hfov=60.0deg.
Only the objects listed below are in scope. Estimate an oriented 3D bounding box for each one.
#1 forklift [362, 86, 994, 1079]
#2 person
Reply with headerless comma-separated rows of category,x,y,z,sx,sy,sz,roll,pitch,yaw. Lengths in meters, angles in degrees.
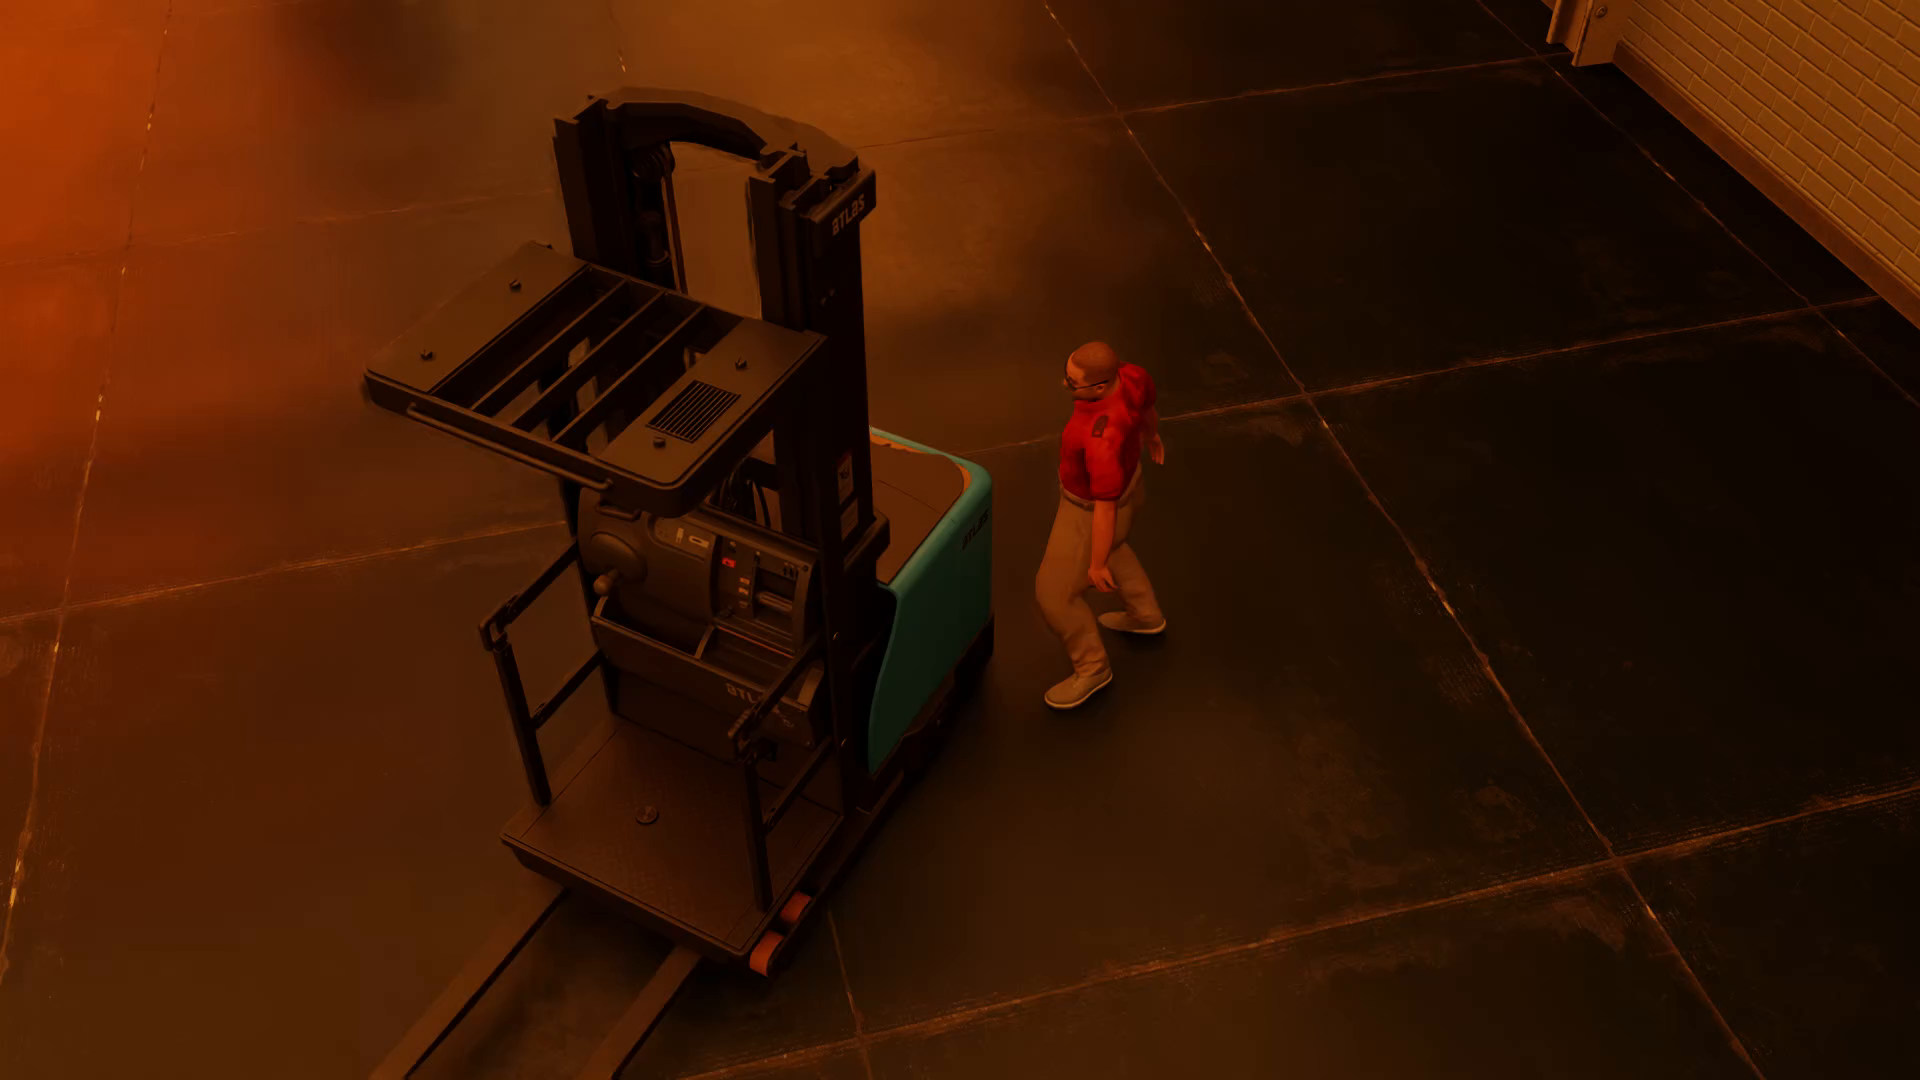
forklift,-1.000,0.169,5.466,1.130,2.935,3.031,20,47,20
person,0.625,-0.137,6.753,0.478,1.717,0.898,16,46,16
